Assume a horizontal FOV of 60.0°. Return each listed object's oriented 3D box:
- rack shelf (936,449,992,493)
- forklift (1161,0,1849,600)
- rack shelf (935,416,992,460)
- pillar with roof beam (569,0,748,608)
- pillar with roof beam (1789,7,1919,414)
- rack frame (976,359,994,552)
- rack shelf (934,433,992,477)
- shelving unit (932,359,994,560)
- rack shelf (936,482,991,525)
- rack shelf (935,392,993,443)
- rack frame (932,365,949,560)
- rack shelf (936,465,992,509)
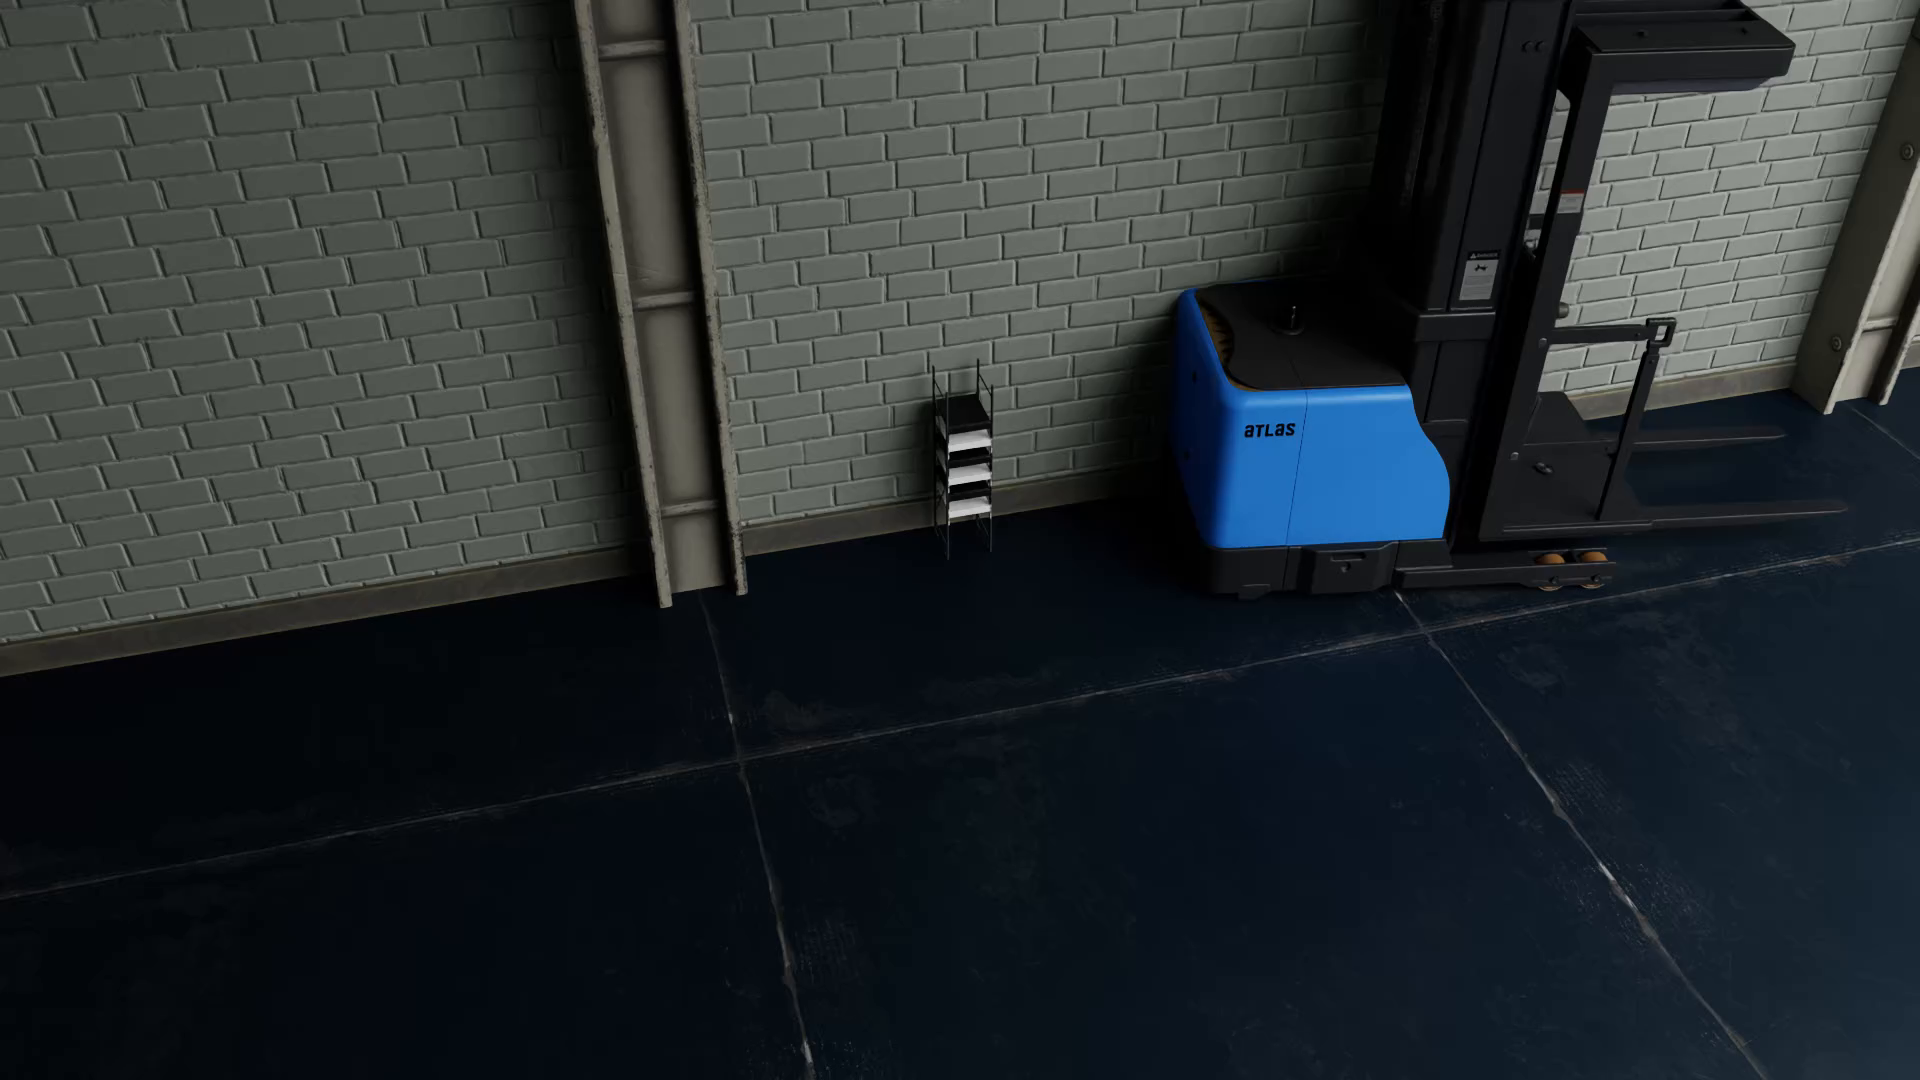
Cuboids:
[{"bbox_3d":[0.012,-0.327,7.492,0.200,0.077,0.258,-10,38,-12],"label":"rack shelf"},{"bbox_3d":[2.512,-1.256,6.979,3.031,2.935,1.130,-3,38,-4],"label":"forklift"},{"bbox_3d":[0.012,-0.470,7.383,0.200,0.077,0.258,-10,38,-12],"label":"rack shelf"},{"bbox_3d":[-0.057,-0.869,1.479,0.400,9.000,9.100,-9,38,-12],"label":"pillar with roof beam"},{"bbox_3d":[5.736,-1.819,2.722,0.400,9.000,9.100,-9,38,-12],"label":"pillar with roof beam"},{"bbox_3d":[0.109,-0.370,7.494,0.006,0.900,0.240,-10,38,-12],"label":"rack frame"},{"bbox_3d":[0.012,-0.399,7.437,0.200,0.077,0.258,-10,38,-12],"label":"rack shelf"},{"bbox_3d":[0.012,-0.354,7.472,0.210,0.900,0.258,-10,38,-12],"label":"shelving unit"},{"bbox_3d":[0.012,-0.184,7.601,0.200,0.077,0.258,-10,38,-12],"label":"rack shelf"},{"bbox_3d":[0.012,-0.542,7.328,0.200,0.077,0.258,-10,38,-12],"label":"rack shelf"},{"bbox_3d":[-0.086,-0.337,7.450,0.006,0.900,0.240,-10,38,-12],"label":"rack frame"},{"bbox_3d":[0.012,-0.256,7.547,0.200,0.077,0.258,-10,38,-12],"label":"rack shelf"}]
